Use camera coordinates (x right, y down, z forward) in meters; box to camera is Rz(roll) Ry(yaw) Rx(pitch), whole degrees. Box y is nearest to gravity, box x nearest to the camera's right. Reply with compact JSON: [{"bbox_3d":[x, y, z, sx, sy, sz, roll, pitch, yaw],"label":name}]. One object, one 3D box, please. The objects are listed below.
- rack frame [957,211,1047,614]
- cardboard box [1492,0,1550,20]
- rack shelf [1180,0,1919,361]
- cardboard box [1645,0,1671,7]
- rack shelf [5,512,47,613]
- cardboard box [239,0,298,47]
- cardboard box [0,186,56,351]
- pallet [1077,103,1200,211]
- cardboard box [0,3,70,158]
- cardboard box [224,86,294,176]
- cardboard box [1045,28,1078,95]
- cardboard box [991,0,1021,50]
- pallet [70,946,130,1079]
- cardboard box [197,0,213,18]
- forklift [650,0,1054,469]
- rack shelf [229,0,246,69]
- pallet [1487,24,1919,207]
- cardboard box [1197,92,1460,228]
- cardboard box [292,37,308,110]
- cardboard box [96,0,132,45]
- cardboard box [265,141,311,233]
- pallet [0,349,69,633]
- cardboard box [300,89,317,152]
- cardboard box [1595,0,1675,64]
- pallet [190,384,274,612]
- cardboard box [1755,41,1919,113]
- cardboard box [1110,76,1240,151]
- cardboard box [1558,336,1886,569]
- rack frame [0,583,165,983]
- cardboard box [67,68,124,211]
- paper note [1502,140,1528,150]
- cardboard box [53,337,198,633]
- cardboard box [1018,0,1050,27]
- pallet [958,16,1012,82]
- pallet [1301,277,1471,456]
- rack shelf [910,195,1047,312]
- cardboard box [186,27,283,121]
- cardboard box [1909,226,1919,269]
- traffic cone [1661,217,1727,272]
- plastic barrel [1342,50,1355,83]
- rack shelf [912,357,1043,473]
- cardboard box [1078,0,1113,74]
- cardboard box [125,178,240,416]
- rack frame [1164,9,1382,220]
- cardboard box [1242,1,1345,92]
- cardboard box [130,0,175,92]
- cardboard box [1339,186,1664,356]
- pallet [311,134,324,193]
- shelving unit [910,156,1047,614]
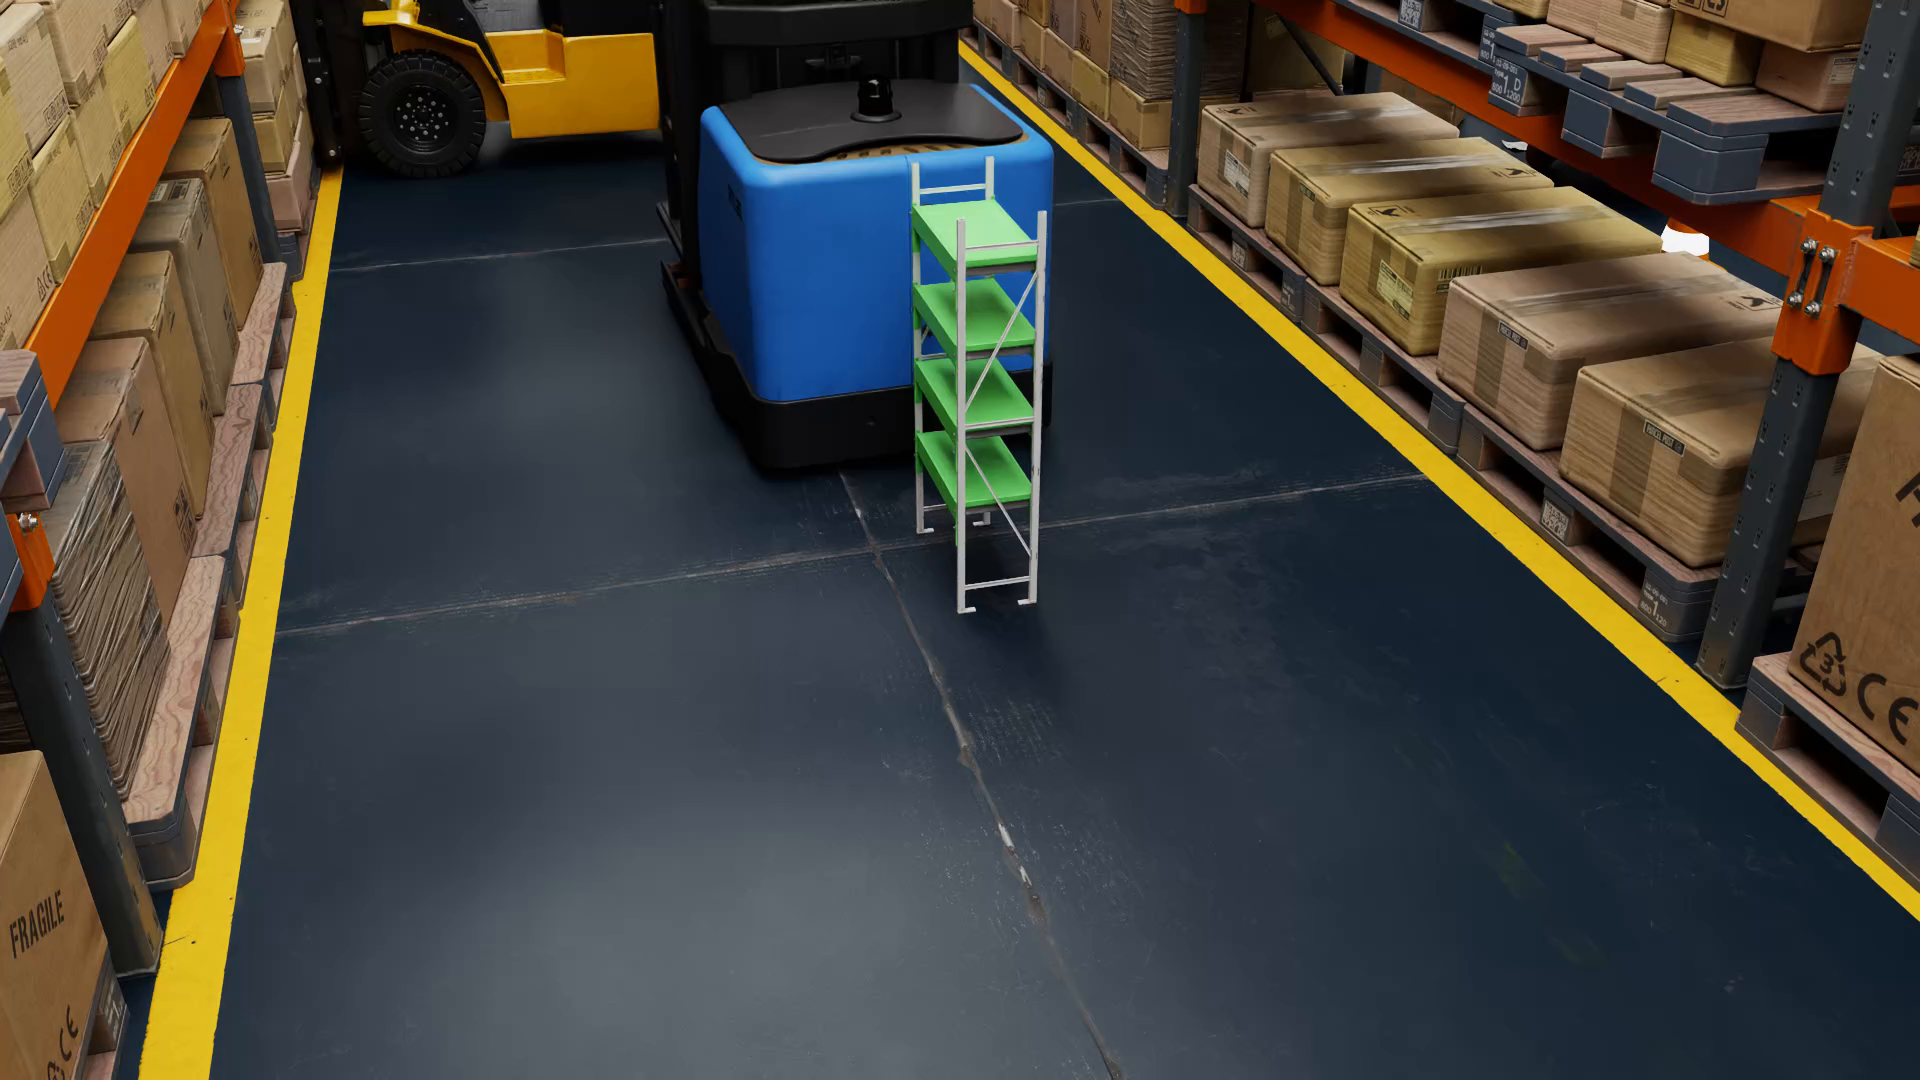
[{"bbox_3d":[0.109,-0.321,4.608,0.240,1.200,0.015,-8,31,-13],"label":"rack frame"},{"bbox_3d":[1.830,-1.666,4.966,0.380,0.149,0.250,-7,31,-12],"label":"cardboard box"},{"bbox_3d":[2.010,-1.631,5.792,1.077,0.370,4.000,-8,31,-13],"label":"rack shelf"},{"bbox_3d":[2.004,-1.761,4.483,0.500,0.500,0.500,-8,31,-14],"label":"cardboard box"},{"bbox_3d":[-1.713,0.962,1.311,1.077,0.370,4.000,-8,31,-13],"label":"rack shelf"},{"bbox_3d":[-3.401,-2.434,7.788,0.500,0.250,0.500,-7,31,-12],"label":"cardboard box"},{"bbox_3d":[-2.126,-0.497,3.264,0.500,0.250,0.500,-8,31,-13],"label":"cardboard box"},{"bbox_3d":[1.267,-2.022,8.532,1.003,0.211,1.213,-8,31,-13],"label":"pallet"},{"bbox_3d":[-2.258,-0.955,3.557,0.500,0.250,0.500,-7,31,-12],"label":"cardboard box"},{"bbox_3d":[-3.136,-1.730,7.071,0.500,0.250,0.500,-8,31,-14],"label":"cardboard box"},{"bbox_3d":[0.781,-2.652,9.164,0.500,0.250,0.500,-7,31,-13],"label":"cardboard box"},{"bbox_3d":[0.493,-3.158,10.038,0.500,0.250,0.500,-7,31,-11],"label":"cardboard box"},{"bbox_3d":[-2.082,1.257,2.867,1.003,0.211,1.213,-8,31,-13],"label":"pallet"},{"bbox_3d":[-2.920,-1.973,5.815,0.500,0.250,0.500,-7,31,-12],"label":"cardboard box"},{"bbox_3d":[-0.617,-2.230,6.178,1.130,2.935,3.031,-9,31,-15],"label":"forklift"},{"bbox_3d":[-3.837,-2.902,7.987,1.077,0.370,4.000,-8,31,-13],"label":"rack shelf"},{"bbox_3d":[2.249,-1.224,4.562,1.213,0.211,1.003,-8,31,-13],"label":"pallet"},{"bbox_3d":[1.621,-1.700,7.397,0.950,0.372,0.625,-7,31,-13],"label":"cardboard box"},{"bbox_3d":[-3.394,-2.217,7.913,0.500,0.250,0.500,-8,31,-14],"label":"cardboard box"},{"bbox_3d":[-2.539,-1.454,4.418,0.500,0.250,0.500,-7,31,-13],"label":"cardboard box"},{"bbox_3d":[-3.115,-1.516,7.201,0.500,0.250,0.500,-8,31,-13],"label":"cardboard box"},{"bbox_3d":[-1.996,0.086,2.299,1.213,0.211,1.003,-8,31,-13],"label":"pallet"},{"bbox_3d":[-3.416,-2.006,8.046,0.500,0.250,0.500,-7,31,-12],"label":"cardboard box"},{"bbox_3d":[1.976,-1.412,4.528,0.380,0.149,0.250,-8,31,-14],"label":"cardboard box"},{"bbox_3d":[-2.745,-0.099,5.211,1.003,0.211,1.213,-8,31,-13],"label":"pallet"},{"bbox_3d":[2.227,-1.177,4.121,0.380,0.149,0.250,-7,31,-11],"label":"cardboard box"},{"bbox_3d":[1.063,-2.150,8.296,0.500,0.250,0.500,-6,31,-11],"label":"cardboard box"},{"bbox_3d":[2.400,-0.296,4.970,0.950,0.372,0.625,-10,32,-17],"label":"cardboard box"},{"bbox_3d":[-2.244,-0.315,2.800,1.000,3.000,0.127,-8,31,-13],"label":"rack frame"},{"bbox_3d":[-2.398,-0.988,4.113,0.500,0.250,0.500,-9,31,-15],"label":"cardboard box"},{"bbox_3d":[2.983,-2.107,8.859,0.148,0.019,0.142,-8,31,-13],"label":"paper note"},{"bbox_3d":[-2.577,-0.087,4.357,0.875,0.625,0.625,-7,31,-12],"label":"cardboard box"},{"bbox_3d":[0.640,-3.224,9.403,0.500,0.500,0.500,-7,31,-12],"label":"cardboard box"},{"bbox_3d":[0.619,-3.200,10.568,1.003,0.211,1.213,-8,31,-13],"label":"pallet"},{"bbox_3d":[2.014,-0.736,6.310,1.003,0.211,1.213,-8,31,-13],"label":"pallet"},{"bbox_3d":[0.044,-0.799,4.603,0.258,0.148,0.480,-8,31,-13],"label":"rack shelf"},{"bbox_3d":[-3.132,-1.947,6.947,0.500,0.250,0.500,-8,31,-14],"label":"cardboard box"},{"bbox_3d":[2.428,-0.642,3.515,0.500,0.250,0.500,-8,31,-14],"label":"cardboard box"},{"bbox_3d":[3.158,-1.398,7.203,0.336,0.463,0.334,-8,31,-13],"label":"traffic cone"},{"bbox_3d":[2.425,-2.929,9.888,0.512,0.421,0.421,13,32,21],"label":"plastic barrel"},{"bbox_3d":[0.044,-0.384,4.843,0.258,0.148,0.480,-8,31,-13],"label":"rack shelf"},{"bbox_3d":[0.927,-2.721,8.533,0.500,0.500,0.500,-7,31,-12],"label":"cardboard box"},{"bbox_3d":[-2.958,-0.775,5.545,0.875,0.625,0.625,-8,31,-14],"label":"cardboard box"},{"bbox_3d":[1.479,-2.909,7.281,1.000,3.000,0.127,-8,31,-13],"label":"rack frame"},{"bbox_3d":[1.583,-2.546,8.231,0.500,0.500,0.500,-6,31,-11],"label":"cardboard box"},{"bbox_3d":[-2.679,-1.487,4.975,0.500,0.250,0.500,-8,31,-13],"label":"cardboard box"},{"bbox_3d":[2.001,-1.018,6.218,0.950,0.372,0.625,-7,31,-12],"label":"cardboard box"},{"bbox_3d":[-3.804,-2.020,8.529,1.003,0.211,1.213,-8,31,-13],"label":"pallet"},{"bbox_3d":[0.044,-0.439,4.811,0.258,1.200,0.503,-8,31,-13],"label":"shelving unit"}]
